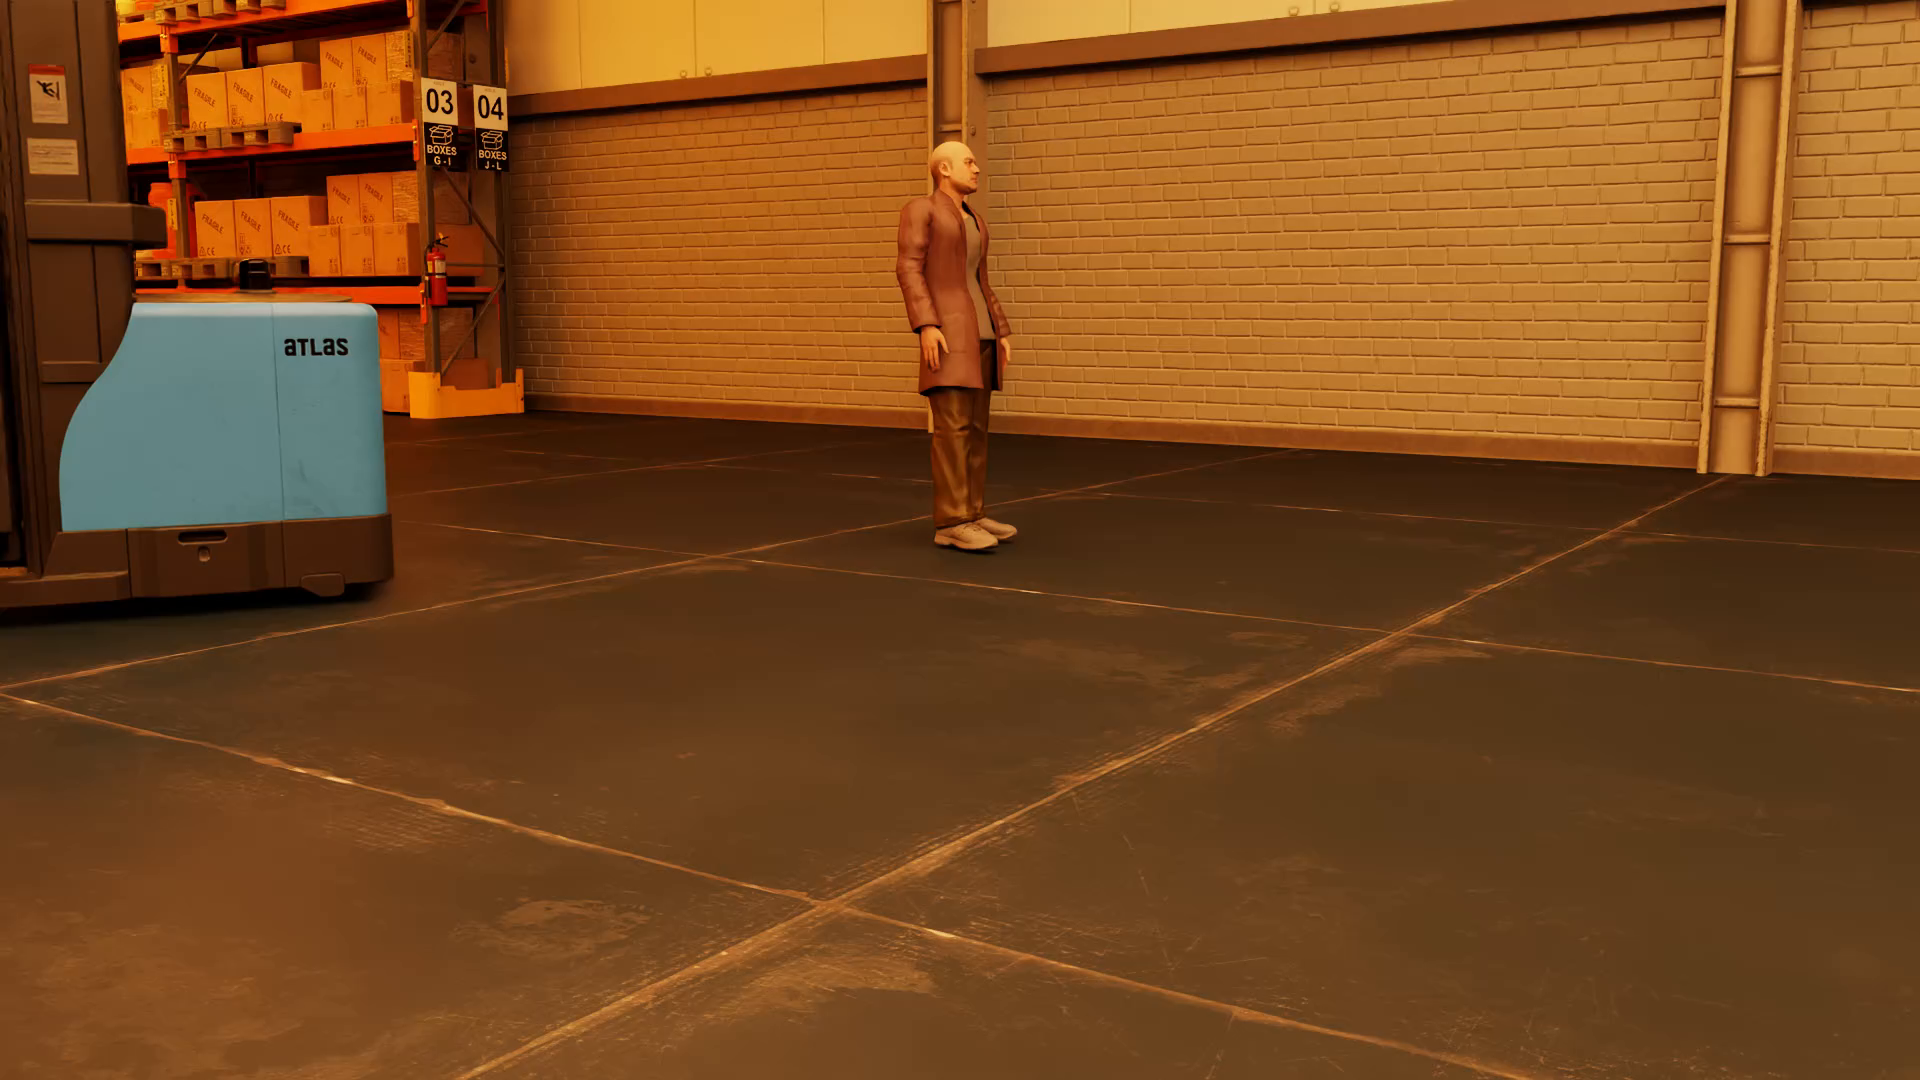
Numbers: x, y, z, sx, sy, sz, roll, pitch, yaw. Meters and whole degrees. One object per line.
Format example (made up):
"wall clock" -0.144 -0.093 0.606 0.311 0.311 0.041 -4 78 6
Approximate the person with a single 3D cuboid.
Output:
"person" 0.074 -0.880 7.423 0.579 1.777 0.698 5 10 34

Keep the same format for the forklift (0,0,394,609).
"forklift" -3.642 -1.208 5.691 3.031 2.935 1.130 -4 9 -25
